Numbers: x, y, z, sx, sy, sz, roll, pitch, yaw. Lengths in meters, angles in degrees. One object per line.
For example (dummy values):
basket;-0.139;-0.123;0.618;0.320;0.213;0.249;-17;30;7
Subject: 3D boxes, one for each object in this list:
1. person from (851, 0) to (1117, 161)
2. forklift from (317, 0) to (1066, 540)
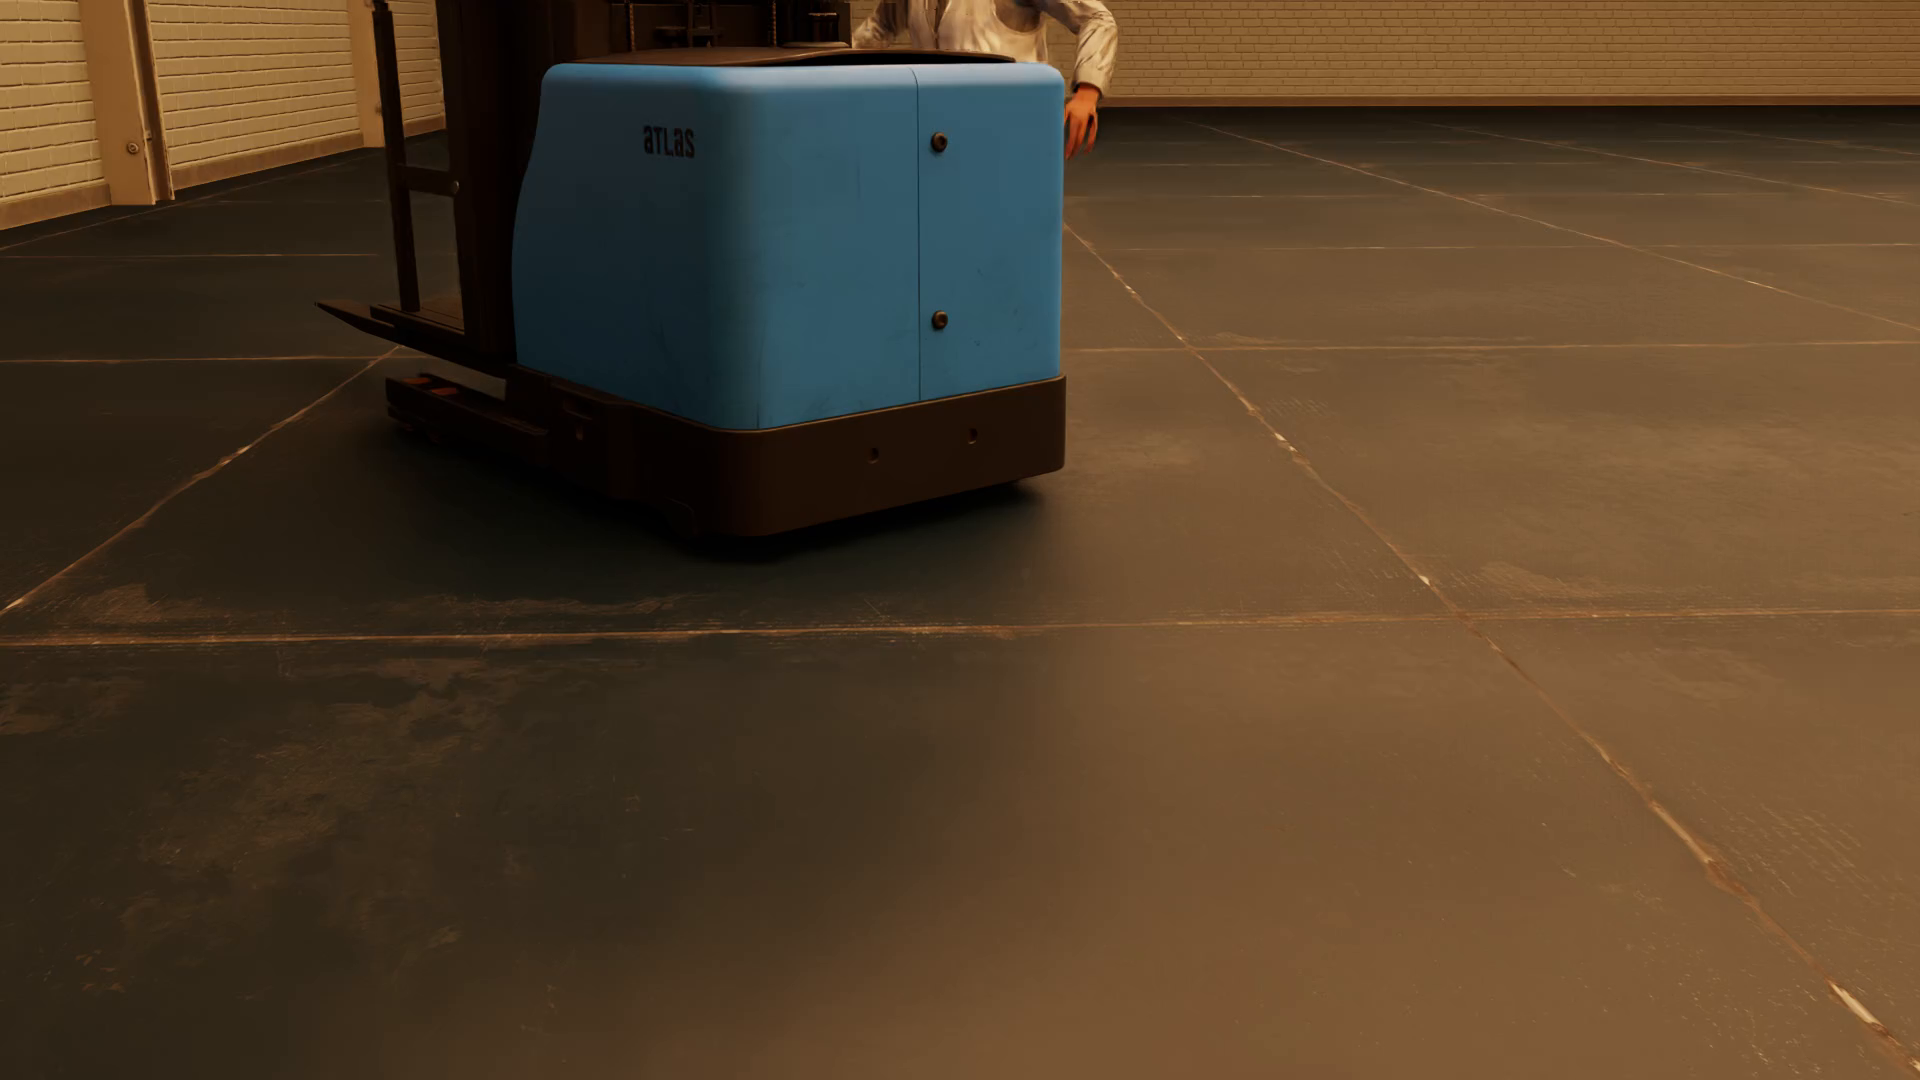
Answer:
person;-0.089;-1.108;4.667;0.948;1.696;0.764;16;23;43
forklift;-1.064;-1.764;4.673;1.130;2.935;3.031;-14;22;-38
